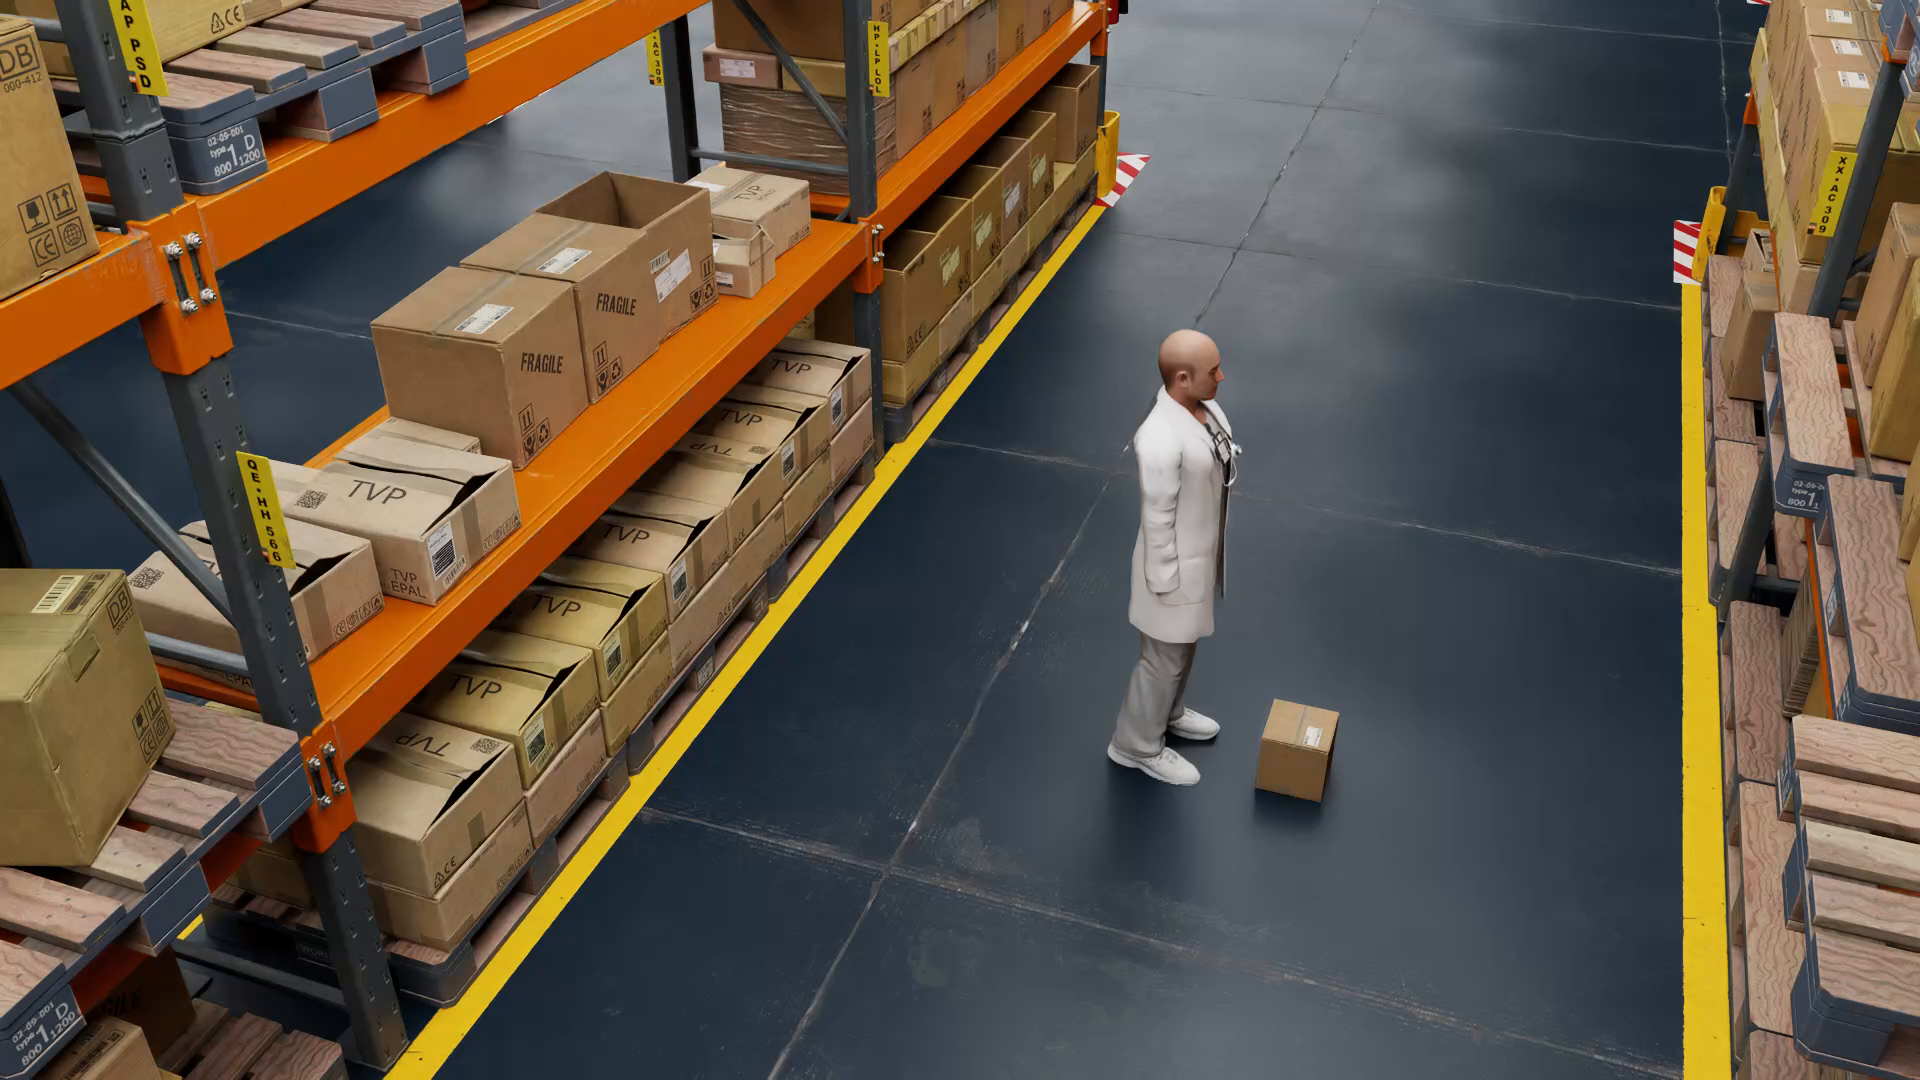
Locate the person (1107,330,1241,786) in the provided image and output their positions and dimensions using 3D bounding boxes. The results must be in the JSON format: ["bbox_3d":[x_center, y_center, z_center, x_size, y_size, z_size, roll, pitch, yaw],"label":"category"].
[{"bbox_3d":[0.803,0.065,6.067,0.381,1.791,0.545,12,35,18],"label":"person"}]
